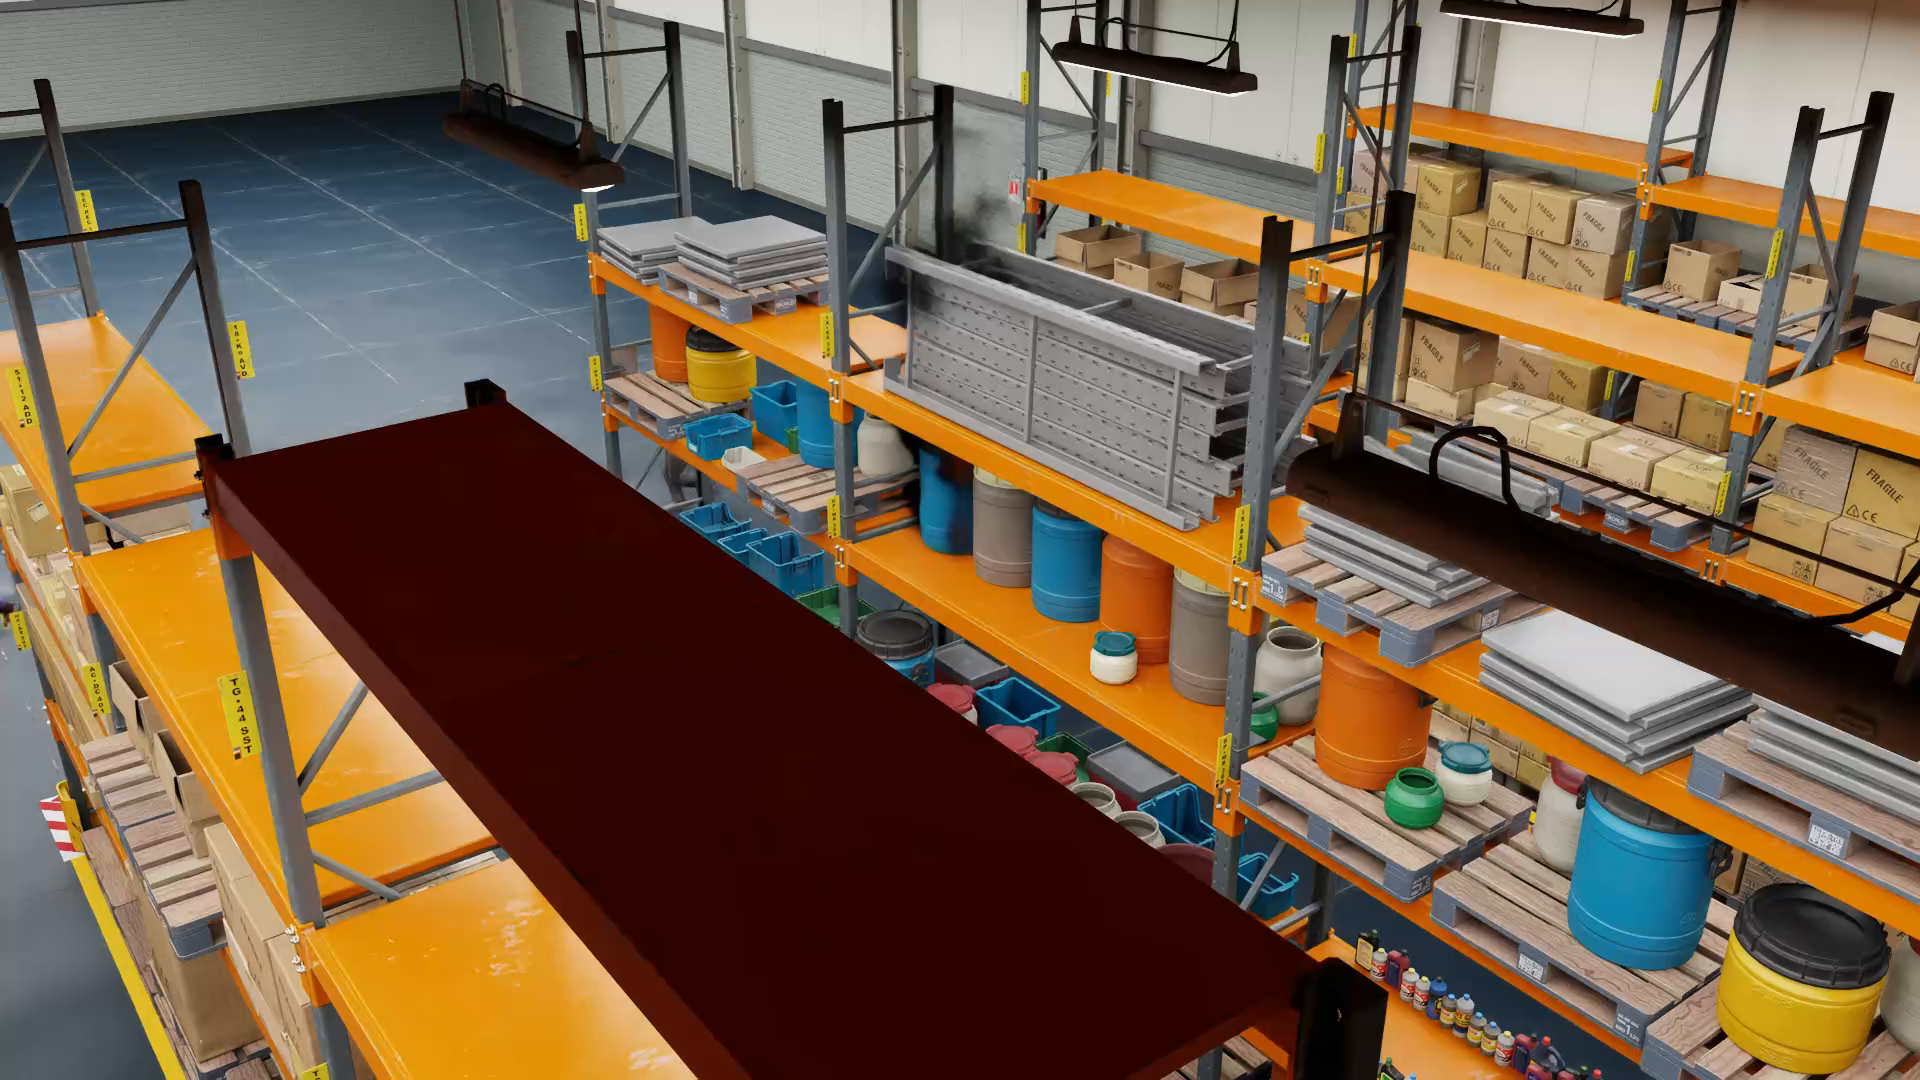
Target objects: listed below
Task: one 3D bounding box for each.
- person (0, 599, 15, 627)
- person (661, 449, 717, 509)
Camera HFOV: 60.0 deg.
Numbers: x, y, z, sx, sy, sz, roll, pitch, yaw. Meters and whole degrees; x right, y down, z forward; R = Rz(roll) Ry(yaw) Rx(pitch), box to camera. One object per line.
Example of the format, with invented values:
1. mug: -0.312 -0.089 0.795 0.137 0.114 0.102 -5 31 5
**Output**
1. person: -9.798 0.251 16.579 0.604 1.601 0.607 -3 25 -6
2. person: -3.225 -1.107 19.464 0.647 1.626 0.593 -3 25 -7
